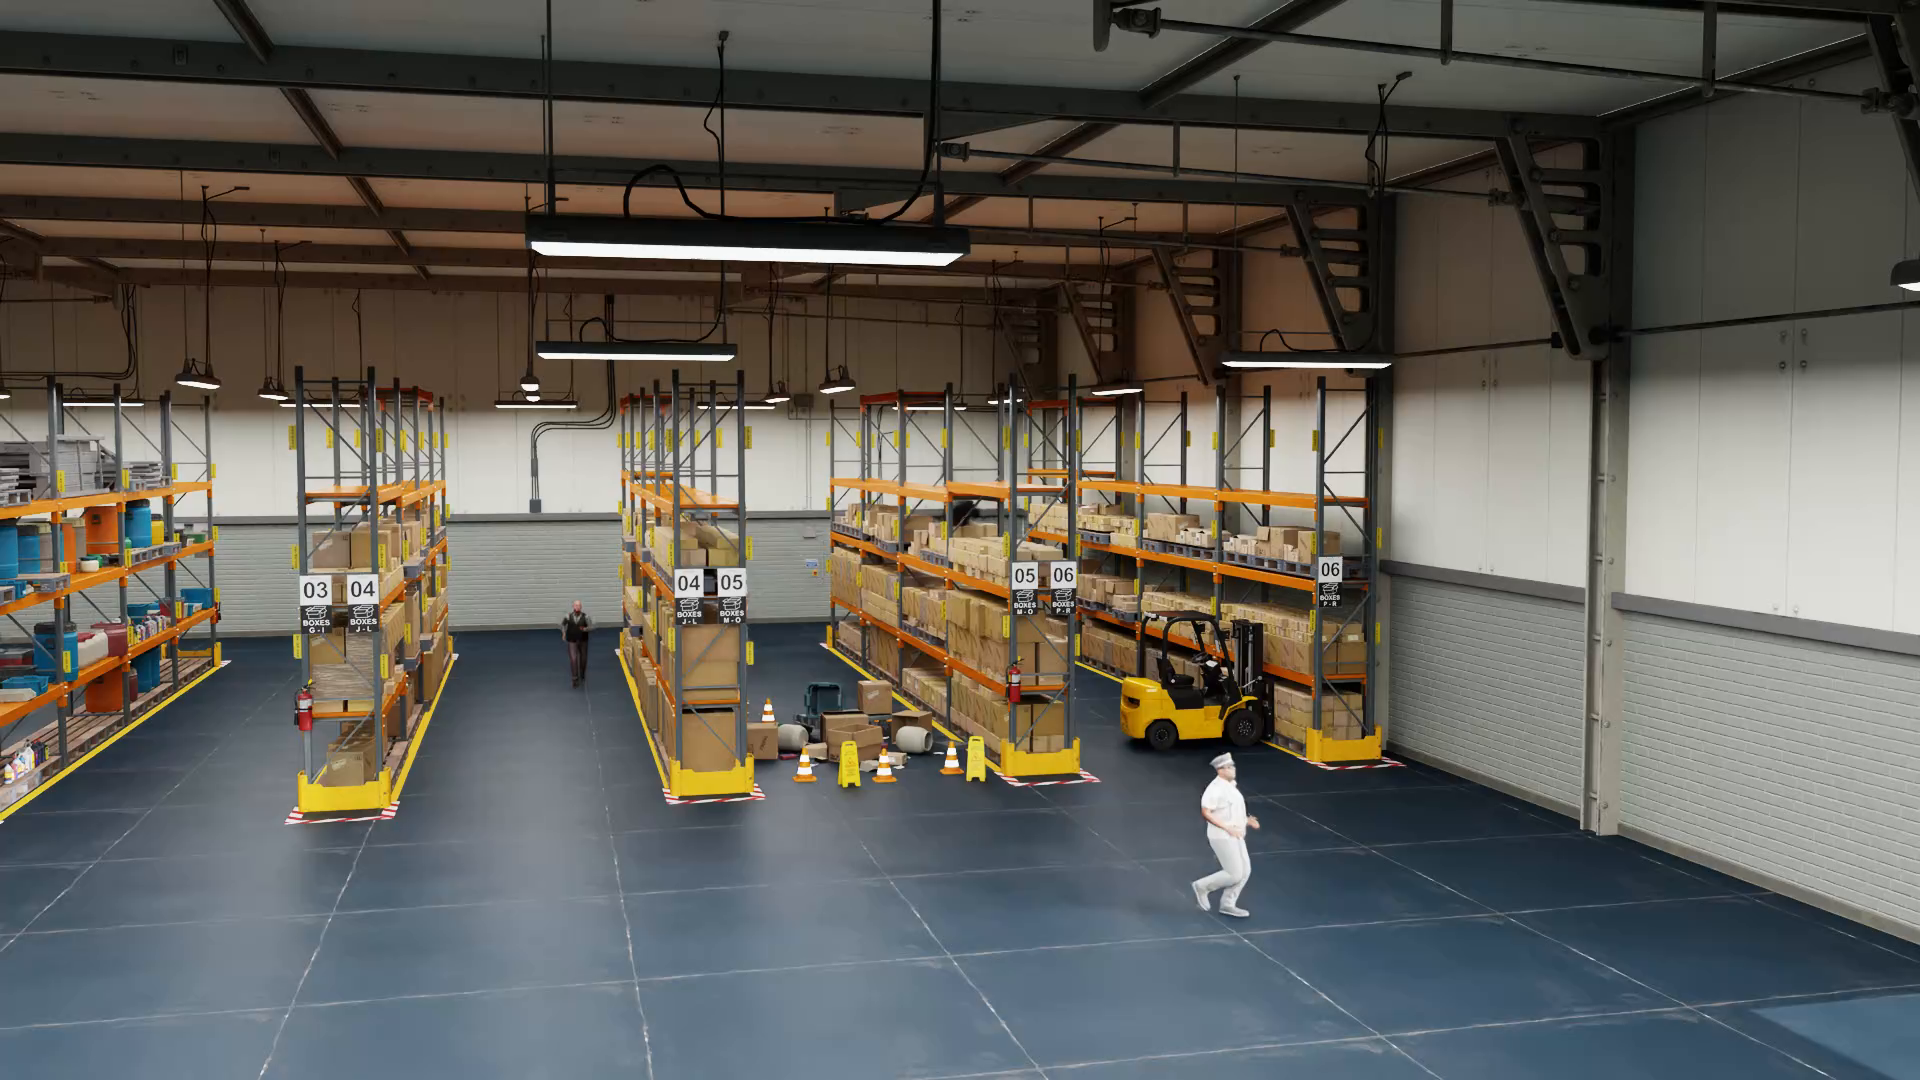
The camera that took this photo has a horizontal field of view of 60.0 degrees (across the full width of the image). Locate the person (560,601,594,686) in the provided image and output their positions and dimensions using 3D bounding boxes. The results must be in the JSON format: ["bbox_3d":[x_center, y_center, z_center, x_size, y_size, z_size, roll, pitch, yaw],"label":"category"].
[{"bbox_3d":[-7.833,2.097,34.040,0.662,1.698,0.961,-1,4,-15],"label":"person"}]

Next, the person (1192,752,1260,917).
[{"bbox_3d":[2.791,3.088,17.493,0.627,1.731,0.661,2,4,28],"label":"person"}]
